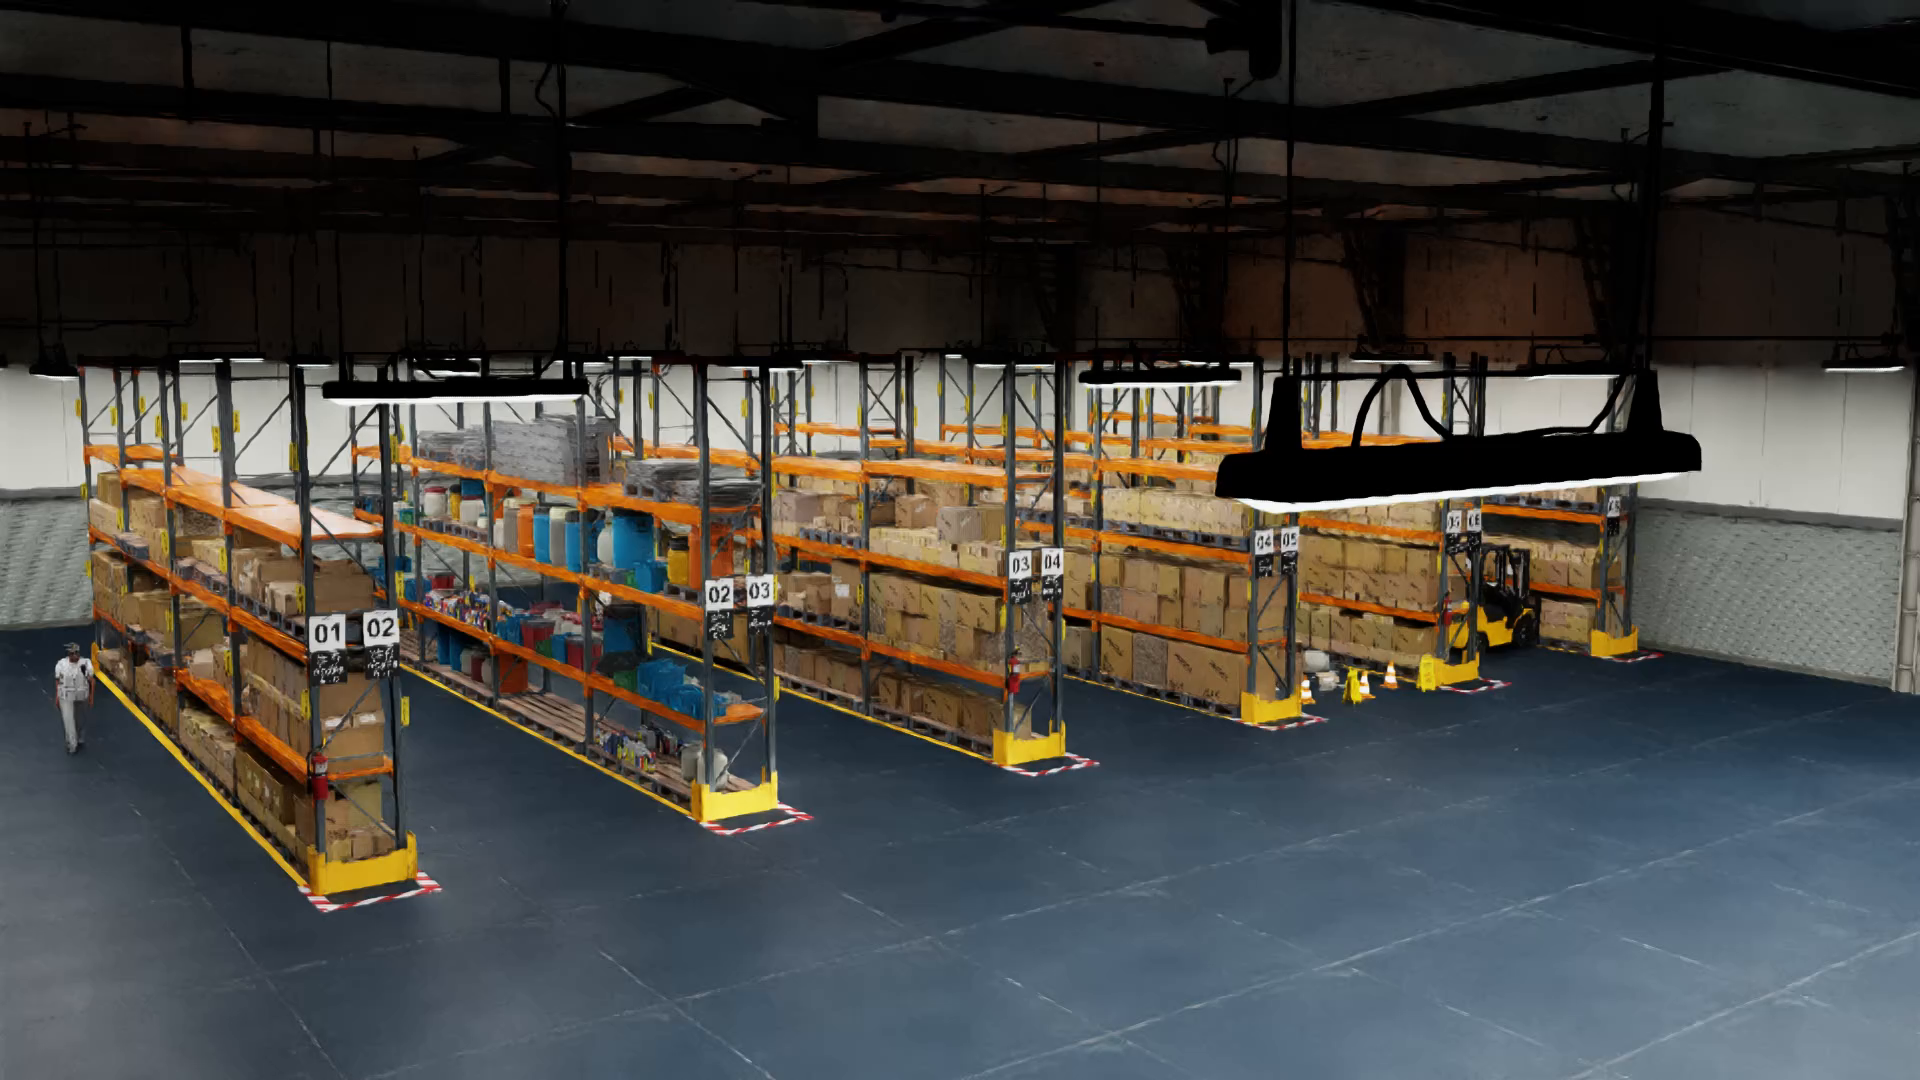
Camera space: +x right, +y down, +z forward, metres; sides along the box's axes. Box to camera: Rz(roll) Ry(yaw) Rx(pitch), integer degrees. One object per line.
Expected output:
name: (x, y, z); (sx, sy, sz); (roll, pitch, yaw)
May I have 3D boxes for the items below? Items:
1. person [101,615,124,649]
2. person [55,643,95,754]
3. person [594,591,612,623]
person: (-16.867, 1.445, 33.110); (0.537, 1.777, 0.556); (0, 7, 2)
person: (-13.595, 2.387, 25.581); (0.540, 1.676, 1.130); (-5, 9, -37)
person: (-6.984, 1.552, 32.573); (0.565, 1.657, 0.610); (-2, 7, -12)
